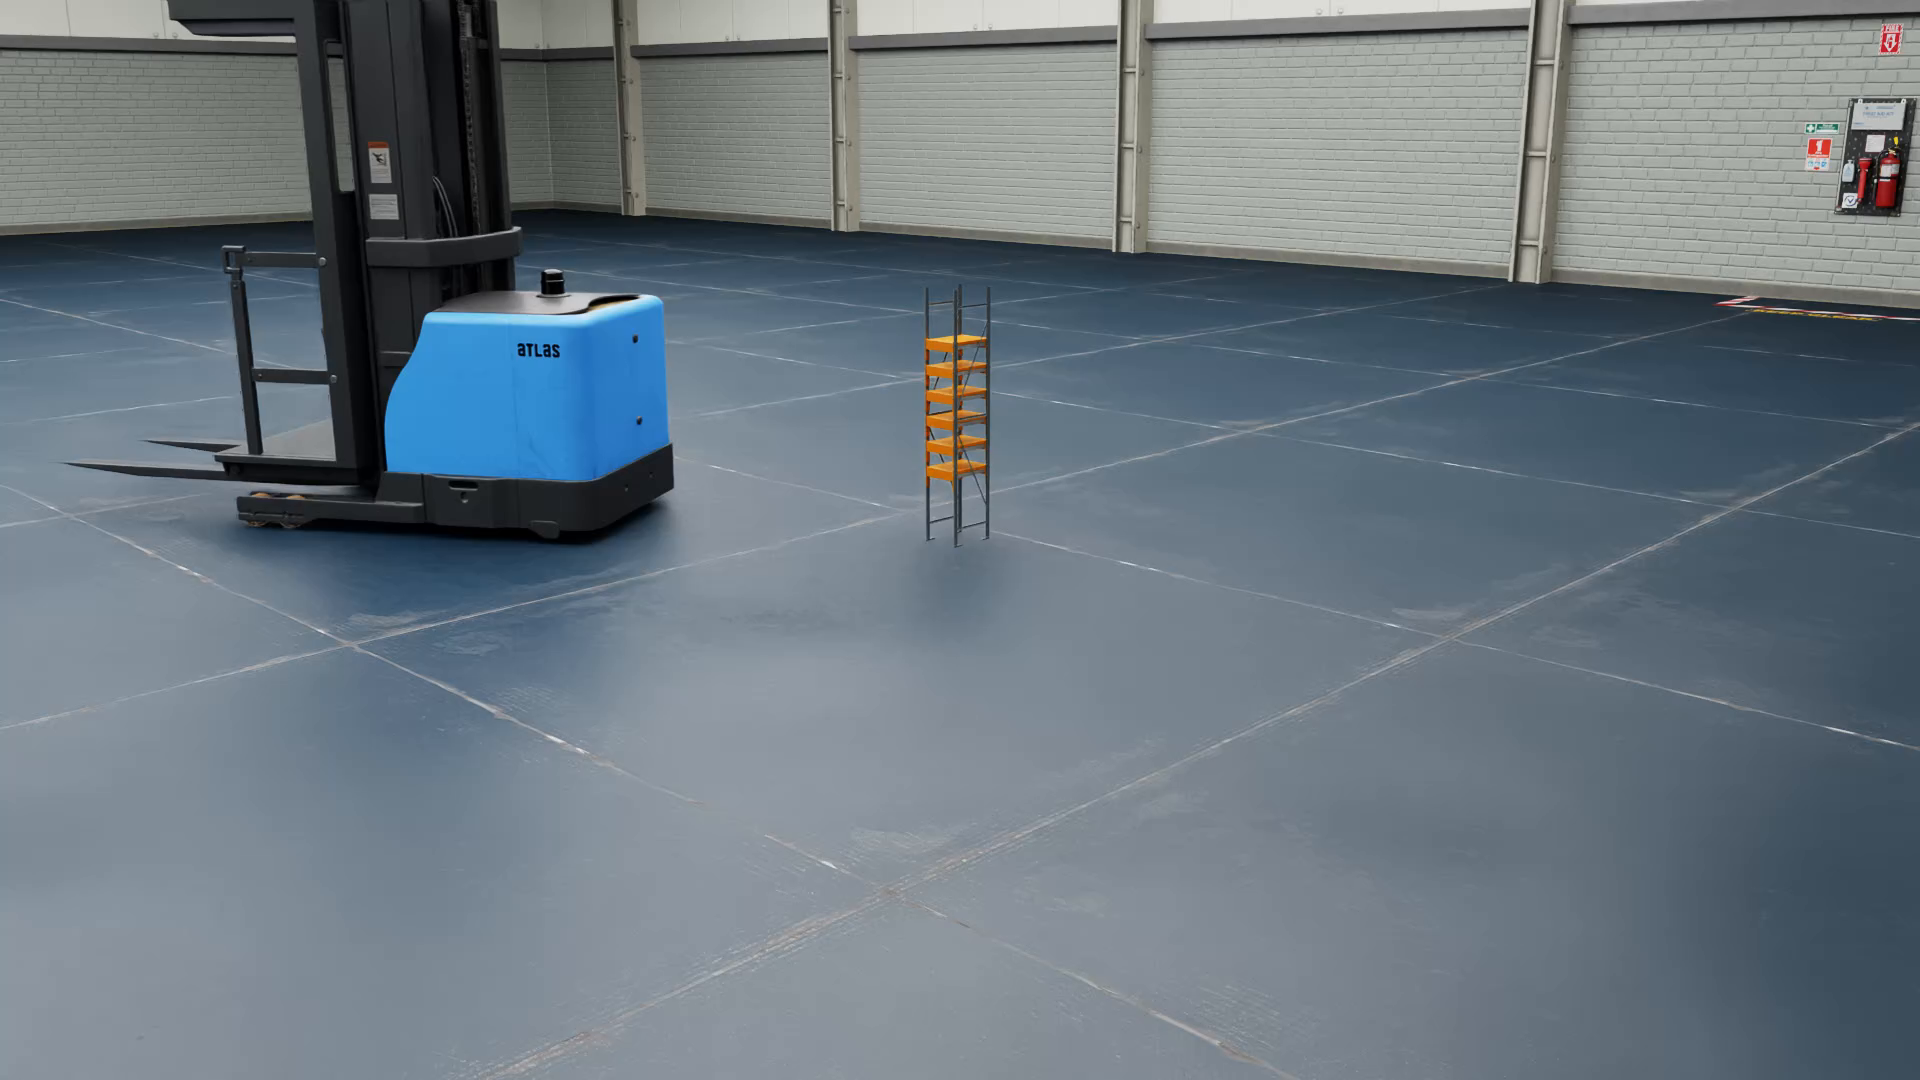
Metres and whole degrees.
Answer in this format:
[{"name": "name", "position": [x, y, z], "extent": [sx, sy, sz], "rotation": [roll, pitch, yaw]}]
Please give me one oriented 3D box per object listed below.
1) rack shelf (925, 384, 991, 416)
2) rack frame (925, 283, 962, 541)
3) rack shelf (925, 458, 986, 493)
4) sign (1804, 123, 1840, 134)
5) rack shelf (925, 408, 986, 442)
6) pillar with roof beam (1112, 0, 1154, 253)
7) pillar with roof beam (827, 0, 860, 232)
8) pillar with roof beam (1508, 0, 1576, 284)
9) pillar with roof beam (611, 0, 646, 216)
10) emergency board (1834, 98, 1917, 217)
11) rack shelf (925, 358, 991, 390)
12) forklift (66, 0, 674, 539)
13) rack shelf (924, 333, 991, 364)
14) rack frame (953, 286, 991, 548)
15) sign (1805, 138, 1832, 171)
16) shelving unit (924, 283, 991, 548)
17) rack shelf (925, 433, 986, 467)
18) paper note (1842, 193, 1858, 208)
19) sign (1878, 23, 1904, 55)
[{"name": "rack shelf", "position": [-0.010, -0.656, 7.771], "extent": [0.180, 0.103, 0.258], "rotation": [14, 20, 42]}, {"name": "rack frame", "position": [-0.076, -0.599, 7.852], "extent": [0.006, 1.200, 0.240], "rotation": [14, 20, 42]}, {"name": "rack shelf", "position": [-0.010, -0.308, 7.862], "extent": [0.180, 0.103, 0.258], "rotation": [14, 20, 42]}, {"name": "sign", "position": [8.975, -4.287, 17.314], "extent": [0.331, 0.109, 0.001], "rotation": [14, 20, 42]}, {"name": "rack shelf", "position": [-0.010, -0.540, 7.802], "extent": [0.180, 0.103, 0.258], "rotation": [14, 20, 42]}, {"name": "pillar with roof beam", "position": [-0.570, -7.683, 19.570], "extent": [0.400, 9.000, 9.100], "rotation": [14, 20, 42]}, {"name": "pillar with roof beam", "position": [-4.889, -8.733, 23.600], "extent": [0.400, 9.000, 9.100], "rotation": [14, 20, 42]}, {"name": "pillar with roof beam", "position": [3.749, -6.633, 15.540], "extent": [0.400, 9.000, 9.100], "rotation": [14, 20, 42]}, {"name": "pillar with roof beam", "position": [-9.208, -9.783, 27.630], "extent": [0.400, 9.000, 9.100], "rotation": [14, 20, 42]}, {"name": "emergency board", "position": [9.304, -3.900, 16.952], "extent": [0.643, 1.169, 0.194], "rotation": [14, 20, 42]}, {"name": "rack shelf", "position": [-0.010, -0.772, 7.741], "extent": [0.180, 0.103, 0.258], "rotation": [14, 20, 42]}, {"name": "forklift", "position": [-3.067, -1.597, 8.247], "extent": [3.031, 2.935, 1.130], "rotation": [3, 15, 13]}, {"name": "rack shelf", "position": [-0.010, -0.889, 7.711], "extent": [0.180, 0.103, 0.258], "rotation": [14, 20, 42]}, {"name": "rack frame", "position": [0.055, -0.567, 7.729], "extent": [0.006, 1.200, 0.240], "rotation": [14, 20, 42]}, {"name": "sign", "position": [8.978, -4.033, 17.390], "extent": [0.234, 0.329, 0.001], "rotation": [14, 20, 42]}, {"name": "shelving unit", "position": [-0.010, -0.583, 7.791], "extent": [0.189, 1.200, 0.258], "rotation": [14, 20, 42]}, {"name": "rack shelf", "position": [-0.010, -0.424, 7.832], "extent": [0.180, 0.103, 0.258], "rotation": [14, 20, 42]}, {"name": "paper note", "position": [9.225, -3.517, 17.230], "extent": [0.142, 0.148, 0.016], "rotation": [14, 20, 42]}, {"name": "sign", "position": [9.367, -5.041, 16.734], "extent": [0.199, 0.298, 0.001], "rotation": [14, 20, 42]}]
